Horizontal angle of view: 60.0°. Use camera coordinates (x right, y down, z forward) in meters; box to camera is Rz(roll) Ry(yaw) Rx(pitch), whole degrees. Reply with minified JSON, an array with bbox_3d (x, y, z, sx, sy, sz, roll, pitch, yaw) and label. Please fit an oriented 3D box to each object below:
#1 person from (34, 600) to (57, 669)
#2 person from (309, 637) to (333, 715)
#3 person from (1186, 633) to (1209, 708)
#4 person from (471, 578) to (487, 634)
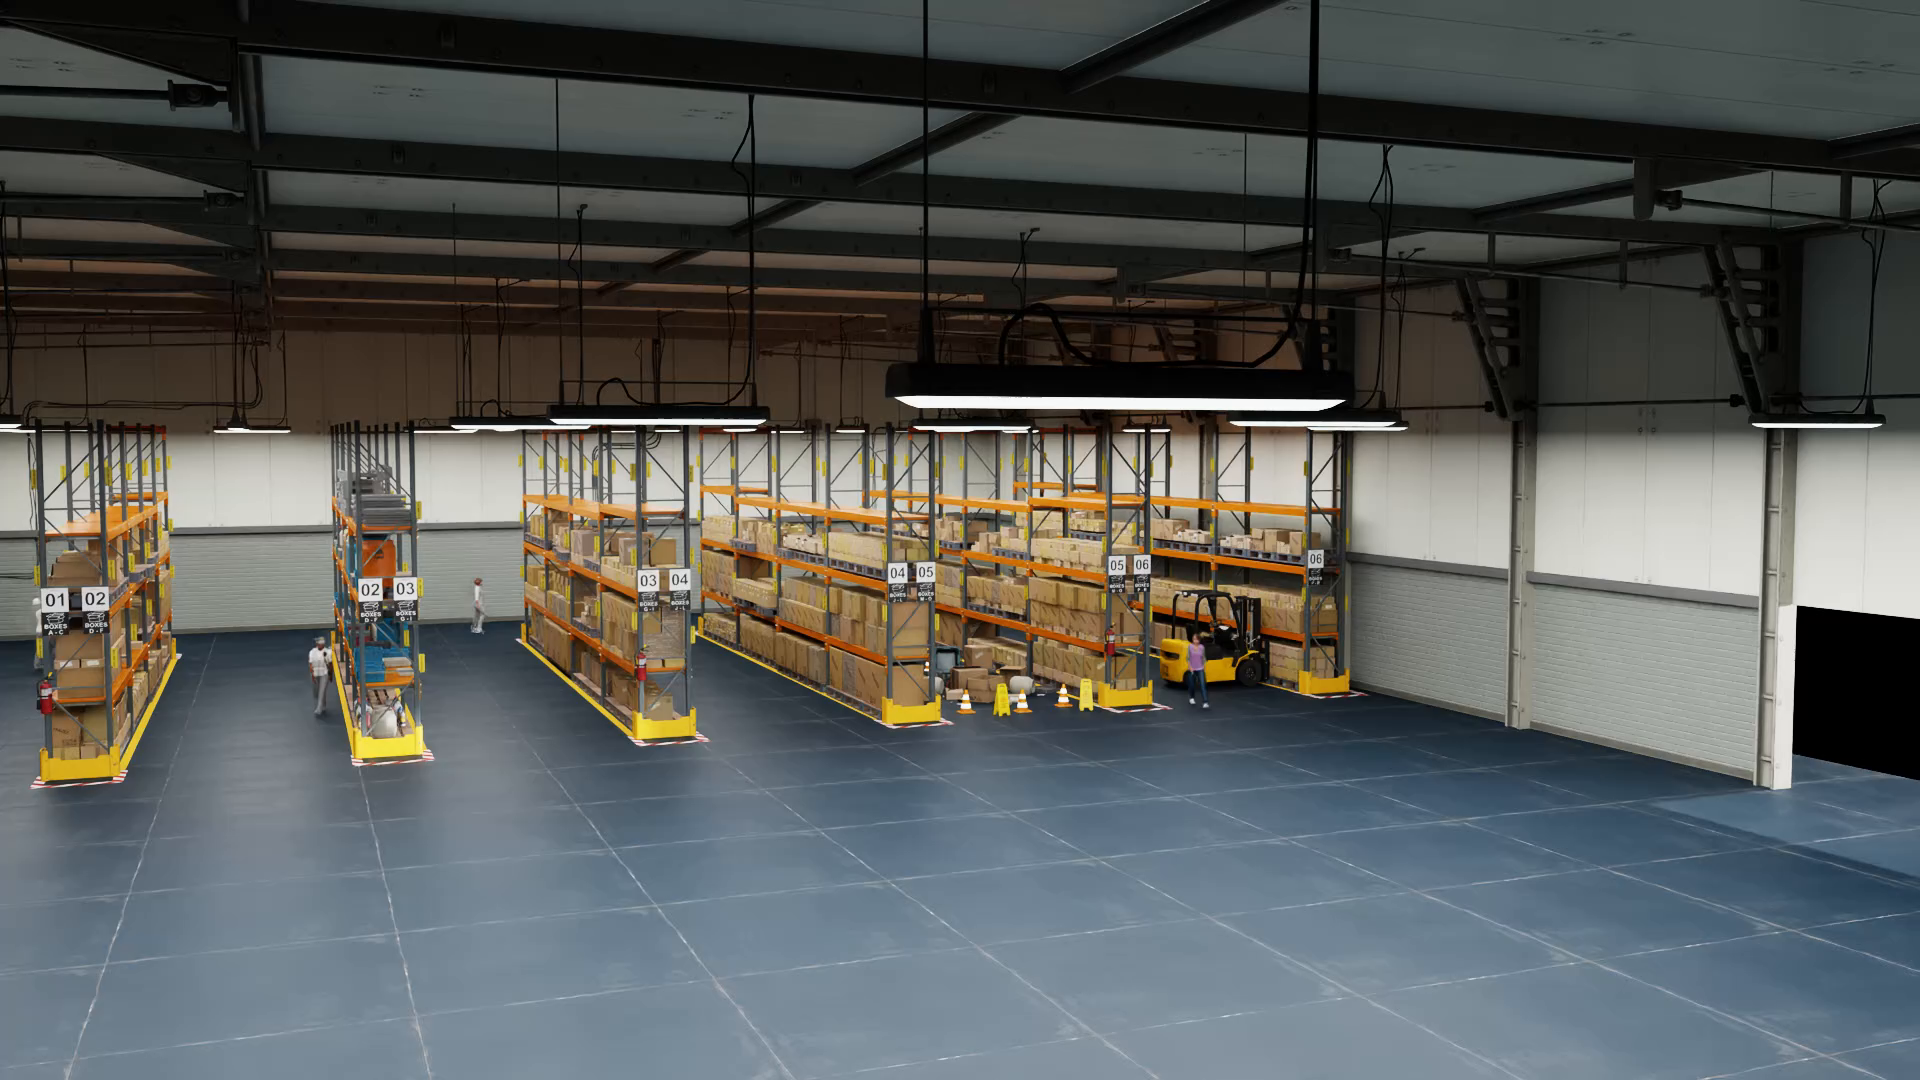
[{"bbox_3d":[-22.440,2.279,40.876,0.525,1.748,0.785,1,4,16],"label":"person"},{"bbox_3d":[-13.173,2.782,34.228,0.434,1.577,1.113,-1,4,-10],"label":"person"},{"bbox_3d":[5.043,2.752,35.156,0.518,1.554,0.741,1,4,16],"label":"person"},{"bbox_3d":[-14.002,1.907,48.349,0.445,1.623,0.443,-2,4,-23],"label":"person"}]
